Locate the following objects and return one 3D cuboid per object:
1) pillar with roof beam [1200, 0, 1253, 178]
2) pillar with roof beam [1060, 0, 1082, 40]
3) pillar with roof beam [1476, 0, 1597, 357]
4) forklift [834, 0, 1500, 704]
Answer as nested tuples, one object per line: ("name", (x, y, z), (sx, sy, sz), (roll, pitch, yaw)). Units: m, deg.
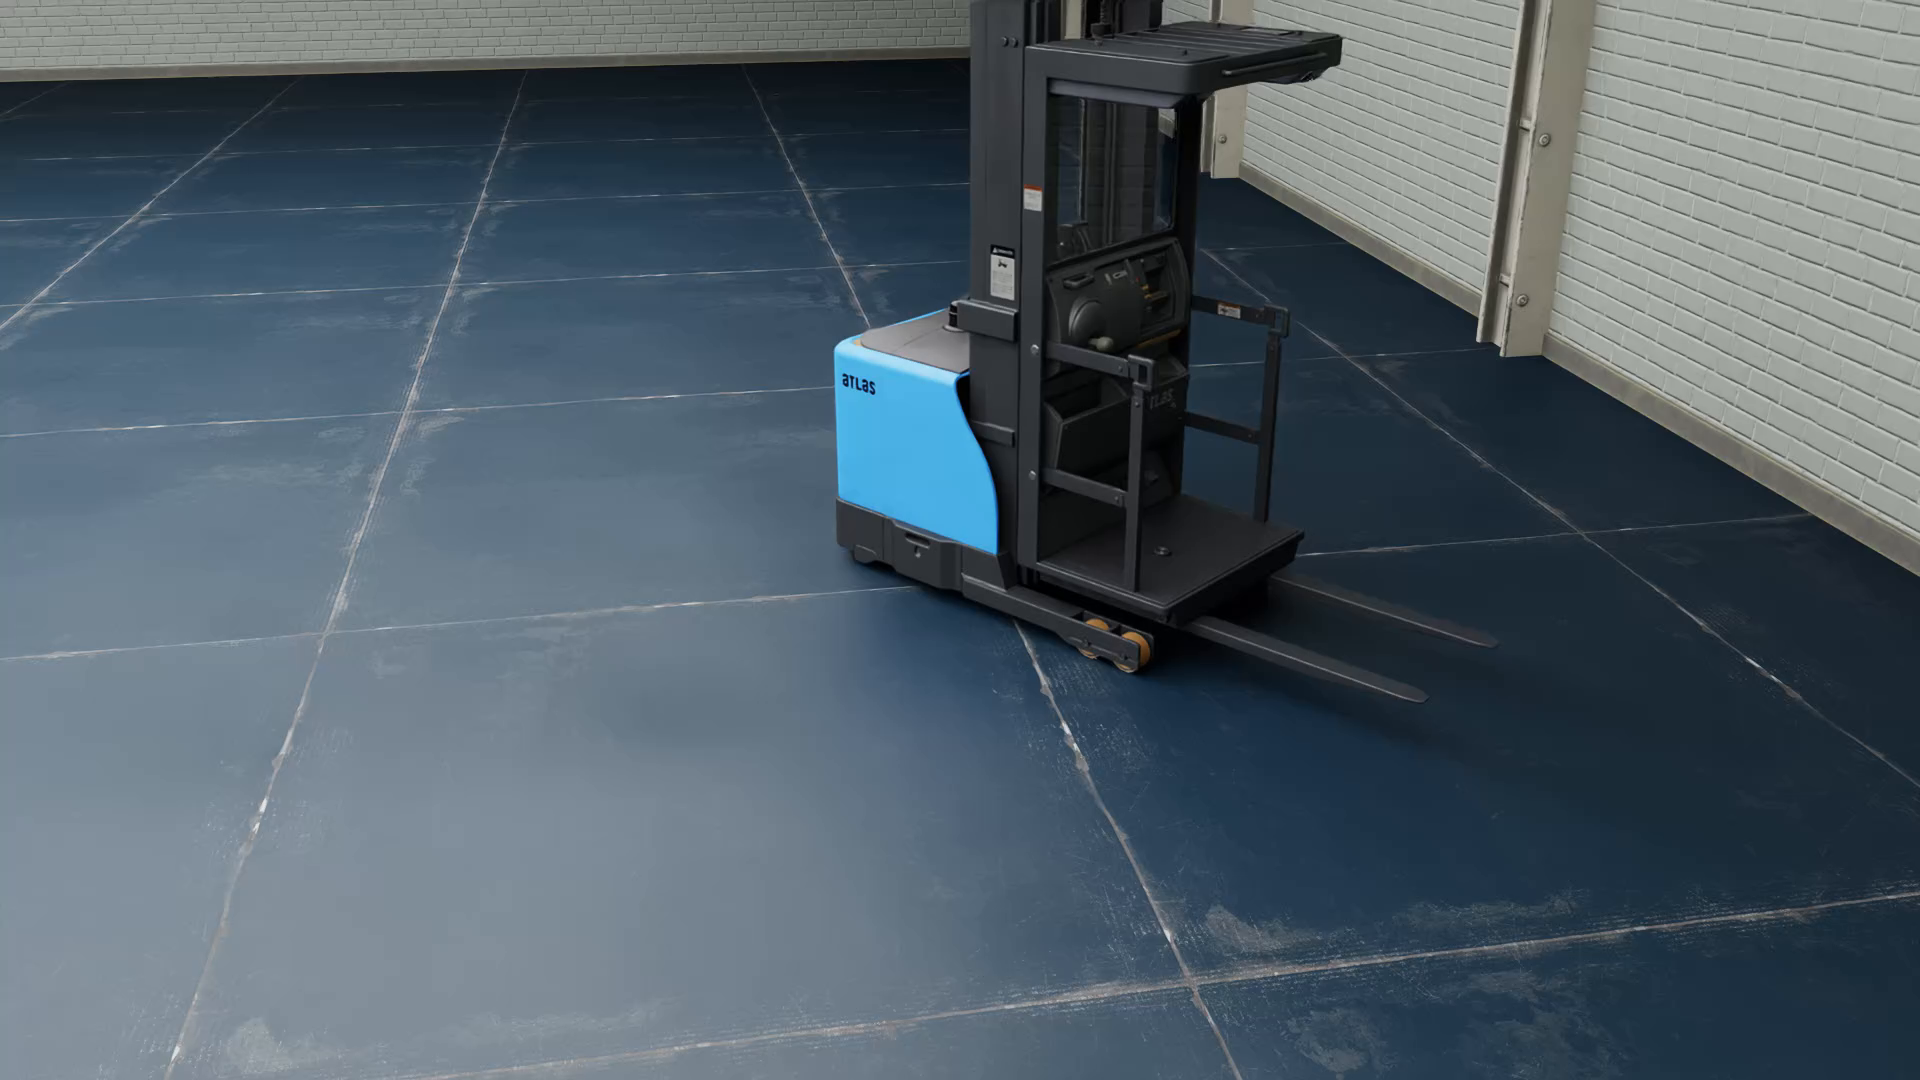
("pillar with roof beam", (-1.623, -7.467, 14.105), (9.100, 9.000, 0.400), (-4, 24, -10))
("pillar with roof beam", (-2.732, -9.827, 19.508), (9.100, 9.000, 0.400), (-4, 24, -10))
("pillar with roof beam", (-0.513, -5.107, 8.701), (9.100, 9.000, 0.400), (-4, 24, -10))
("forklift", (0.838, -1.025, 6.934), (3.031, 2.935, 1.130), (20, 30, 38))
